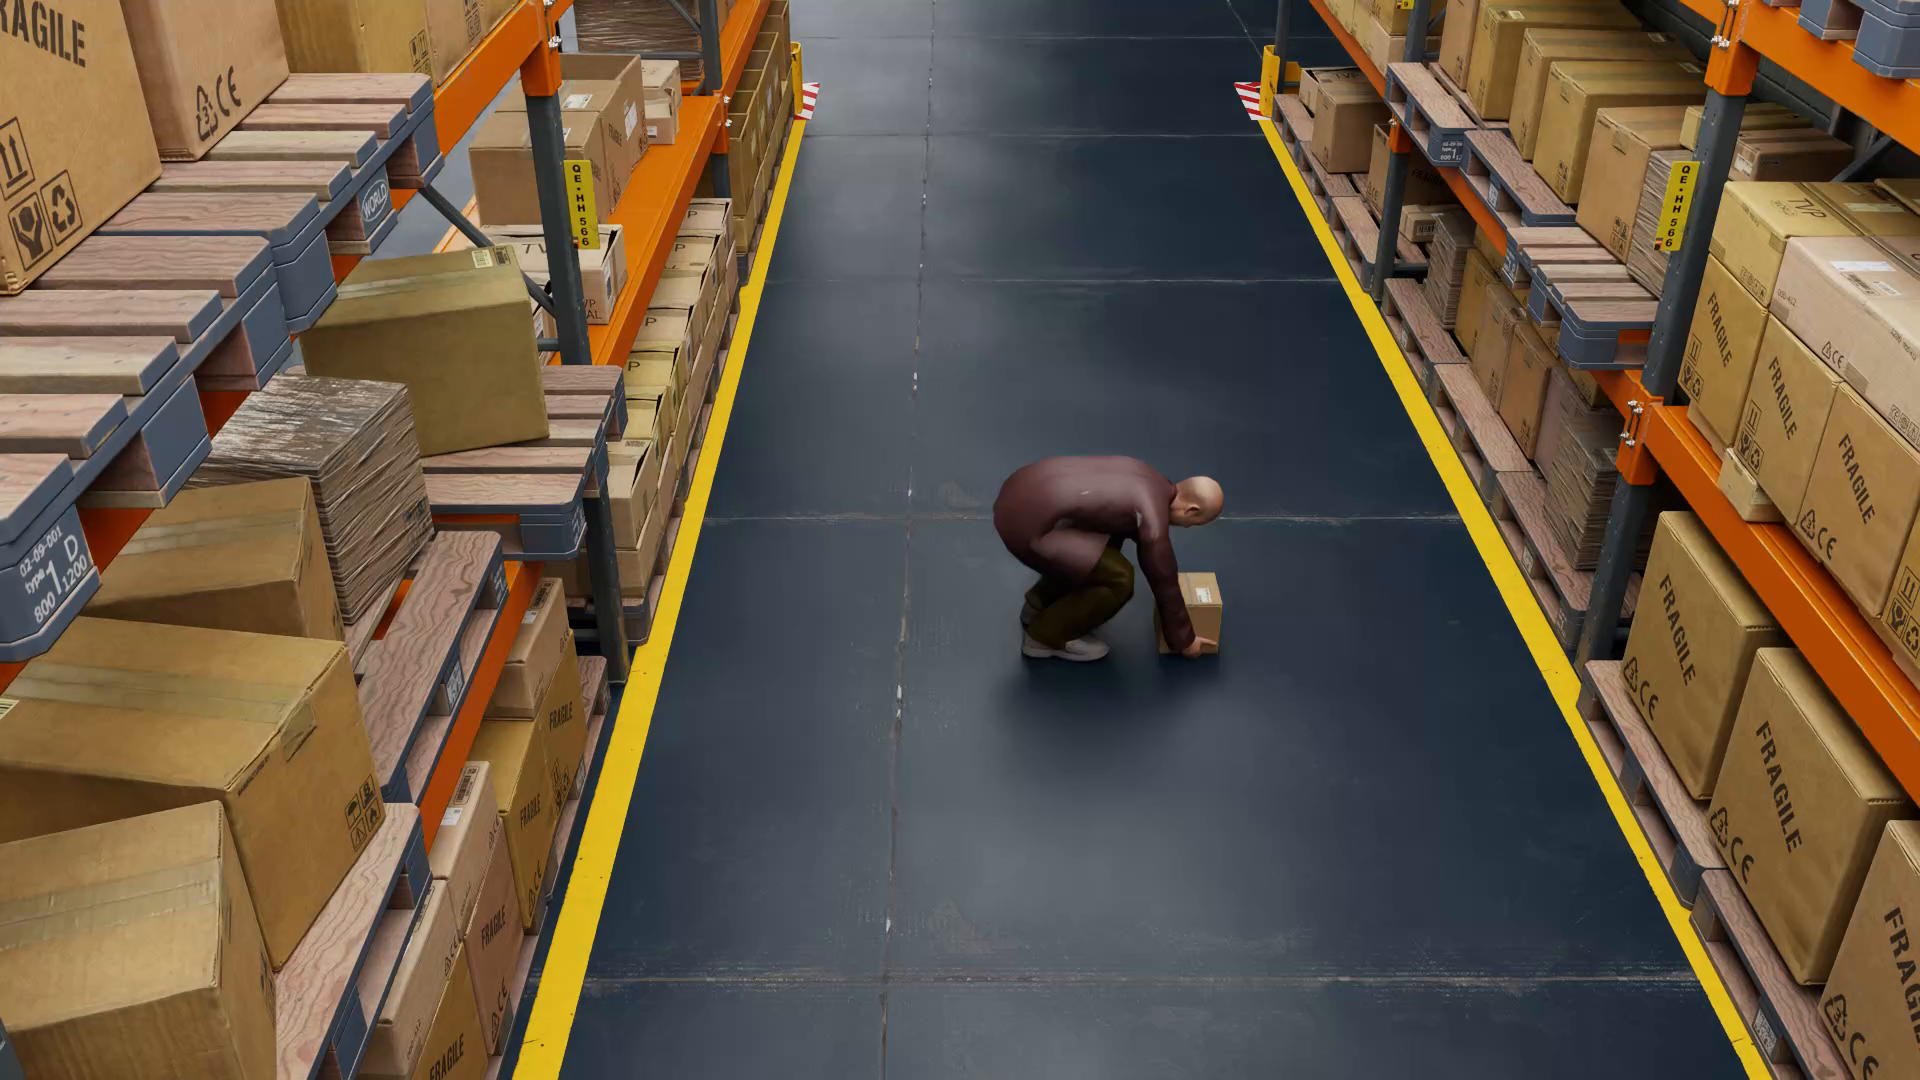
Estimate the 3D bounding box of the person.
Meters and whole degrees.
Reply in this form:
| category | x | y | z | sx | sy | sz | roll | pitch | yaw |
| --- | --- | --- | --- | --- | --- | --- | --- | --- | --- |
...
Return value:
| category | x | y | z | sx | sy | sz | roll | pitch | yaw |
| --- | --- | --- | --- | --- | --- | --- | --- | --- | --- |
| person | 0.611 | 0.059 | 6.963 | 0.957 | 0.873 | 0.589 | -1 | 31 | -2 |
